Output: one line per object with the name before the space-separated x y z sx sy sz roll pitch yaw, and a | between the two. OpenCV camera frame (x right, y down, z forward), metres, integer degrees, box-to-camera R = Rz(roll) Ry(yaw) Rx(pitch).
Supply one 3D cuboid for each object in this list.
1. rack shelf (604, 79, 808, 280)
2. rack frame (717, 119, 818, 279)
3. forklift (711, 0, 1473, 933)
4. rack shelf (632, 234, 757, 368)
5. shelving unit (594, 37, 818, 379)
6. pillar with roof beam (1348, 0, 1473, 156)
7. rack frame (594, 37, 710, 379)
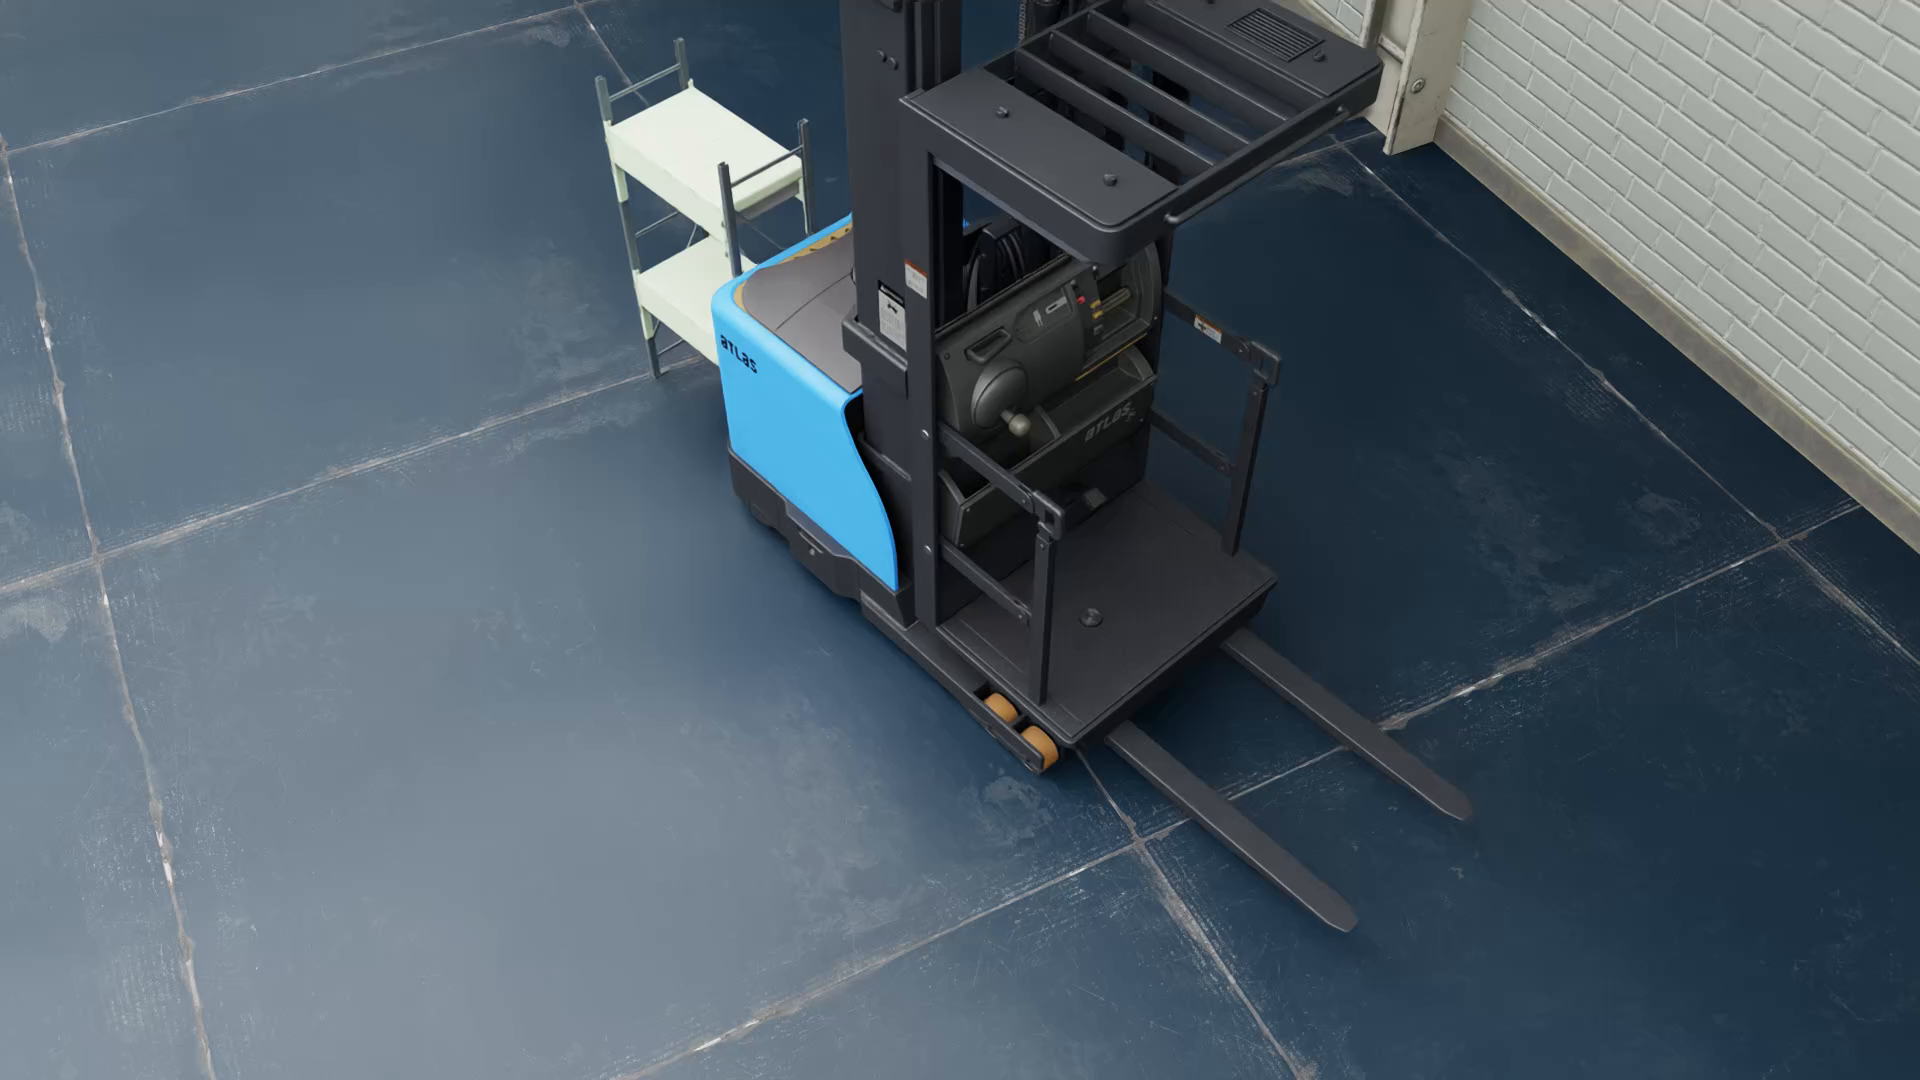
rack shelf | -0.945 -1.366 6.320 0.431 0.370 0.720 -36 57 -27
rack frame | -0.692 -0.909 6.438 0.400 1.500 0.023 -36 57 -27
forklift | 0.447 -0.582 5.204 1.130 2.935 3.031 -35 57 -26
rack shelf | -0.943 -0.893 6.858 0.431 0.370 0.720 -36 57 -27
shelving unit | -0.944 -1.108 6.613 0.431 1.500 0.755 -36 57 -27
pillar with roof beam | -1.635 -3.588 3.803 9.100 9.000 0.400 -21 52 -18
rack frame | -1.196 -1.307 6.789 0.400 1.500 0.023 -36 57 -27
